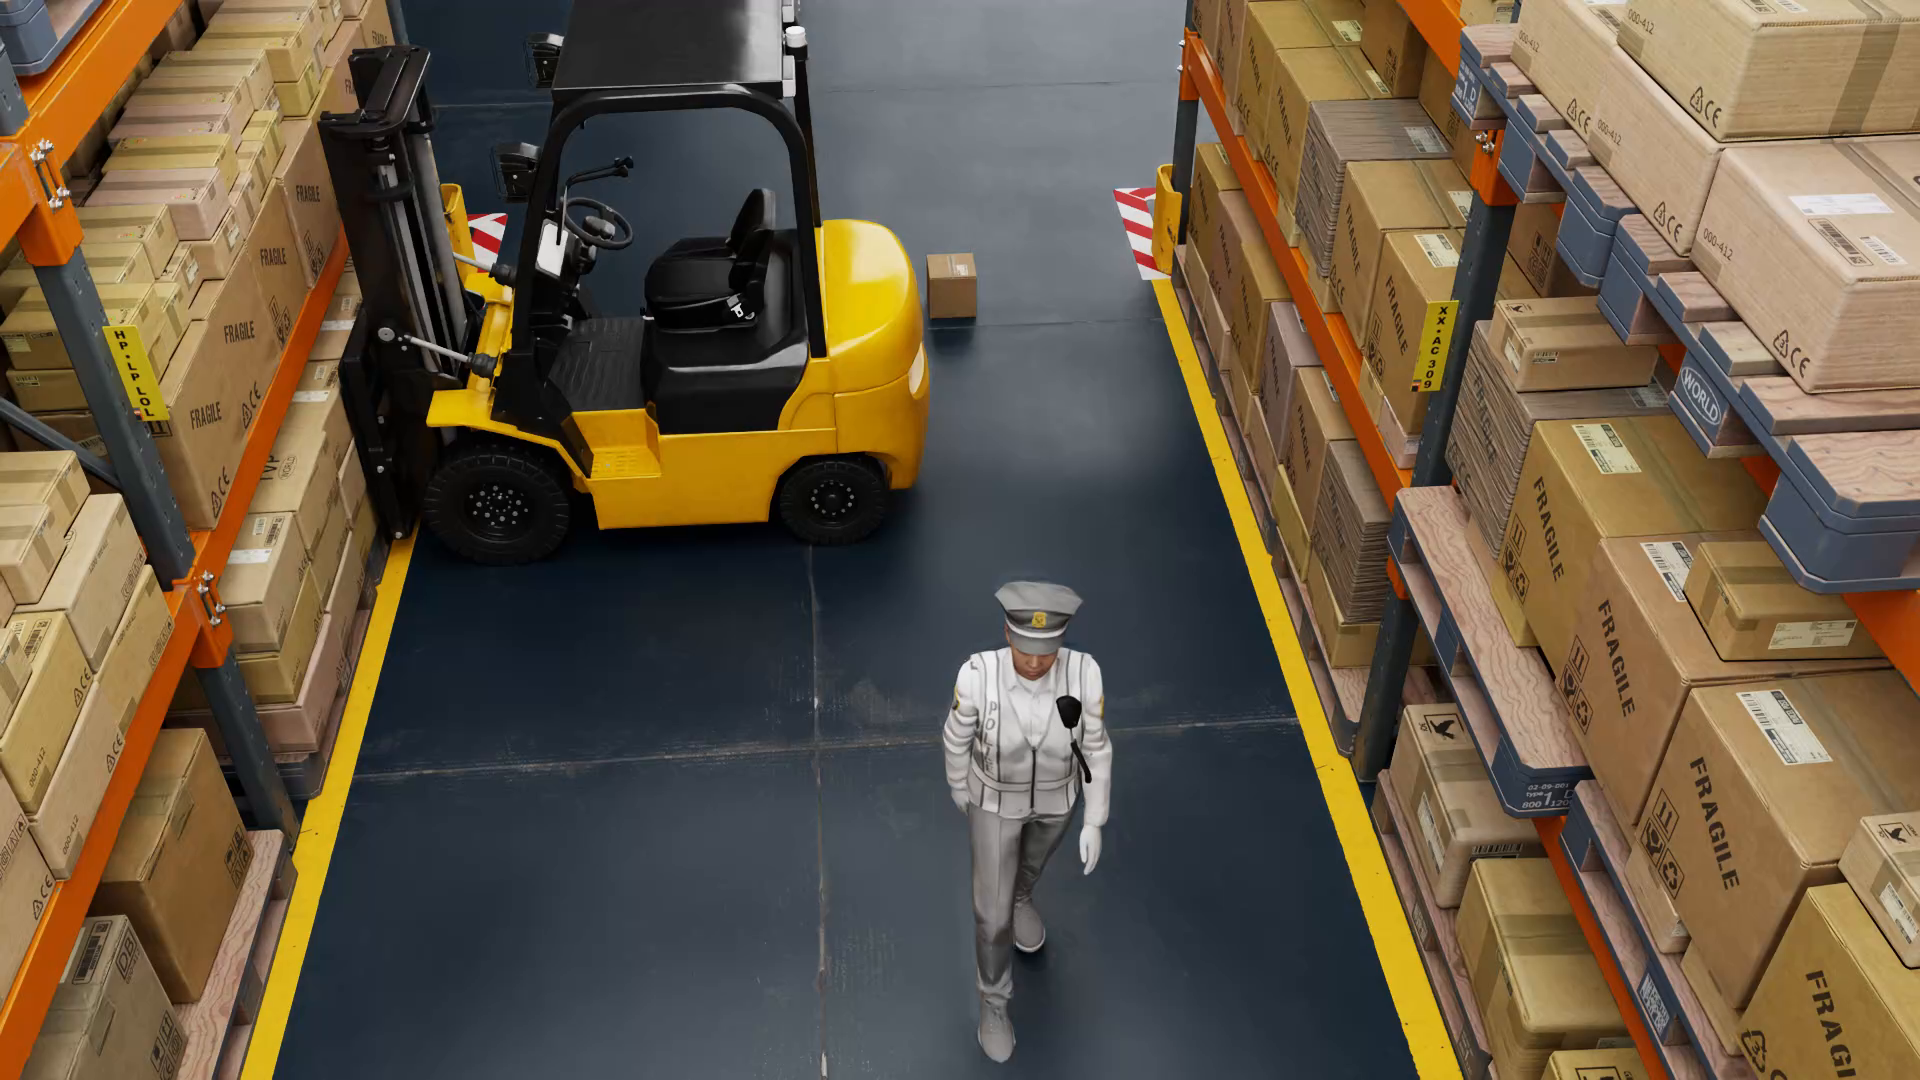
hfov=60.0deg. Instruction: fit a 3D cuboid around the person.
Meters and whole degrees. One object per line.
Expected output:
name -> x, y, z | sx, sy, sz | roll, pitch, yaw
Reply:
person -> 0.213, 0.835, 5.136 | 0.497, 1.737, 0.660 | -5, 40, -6
